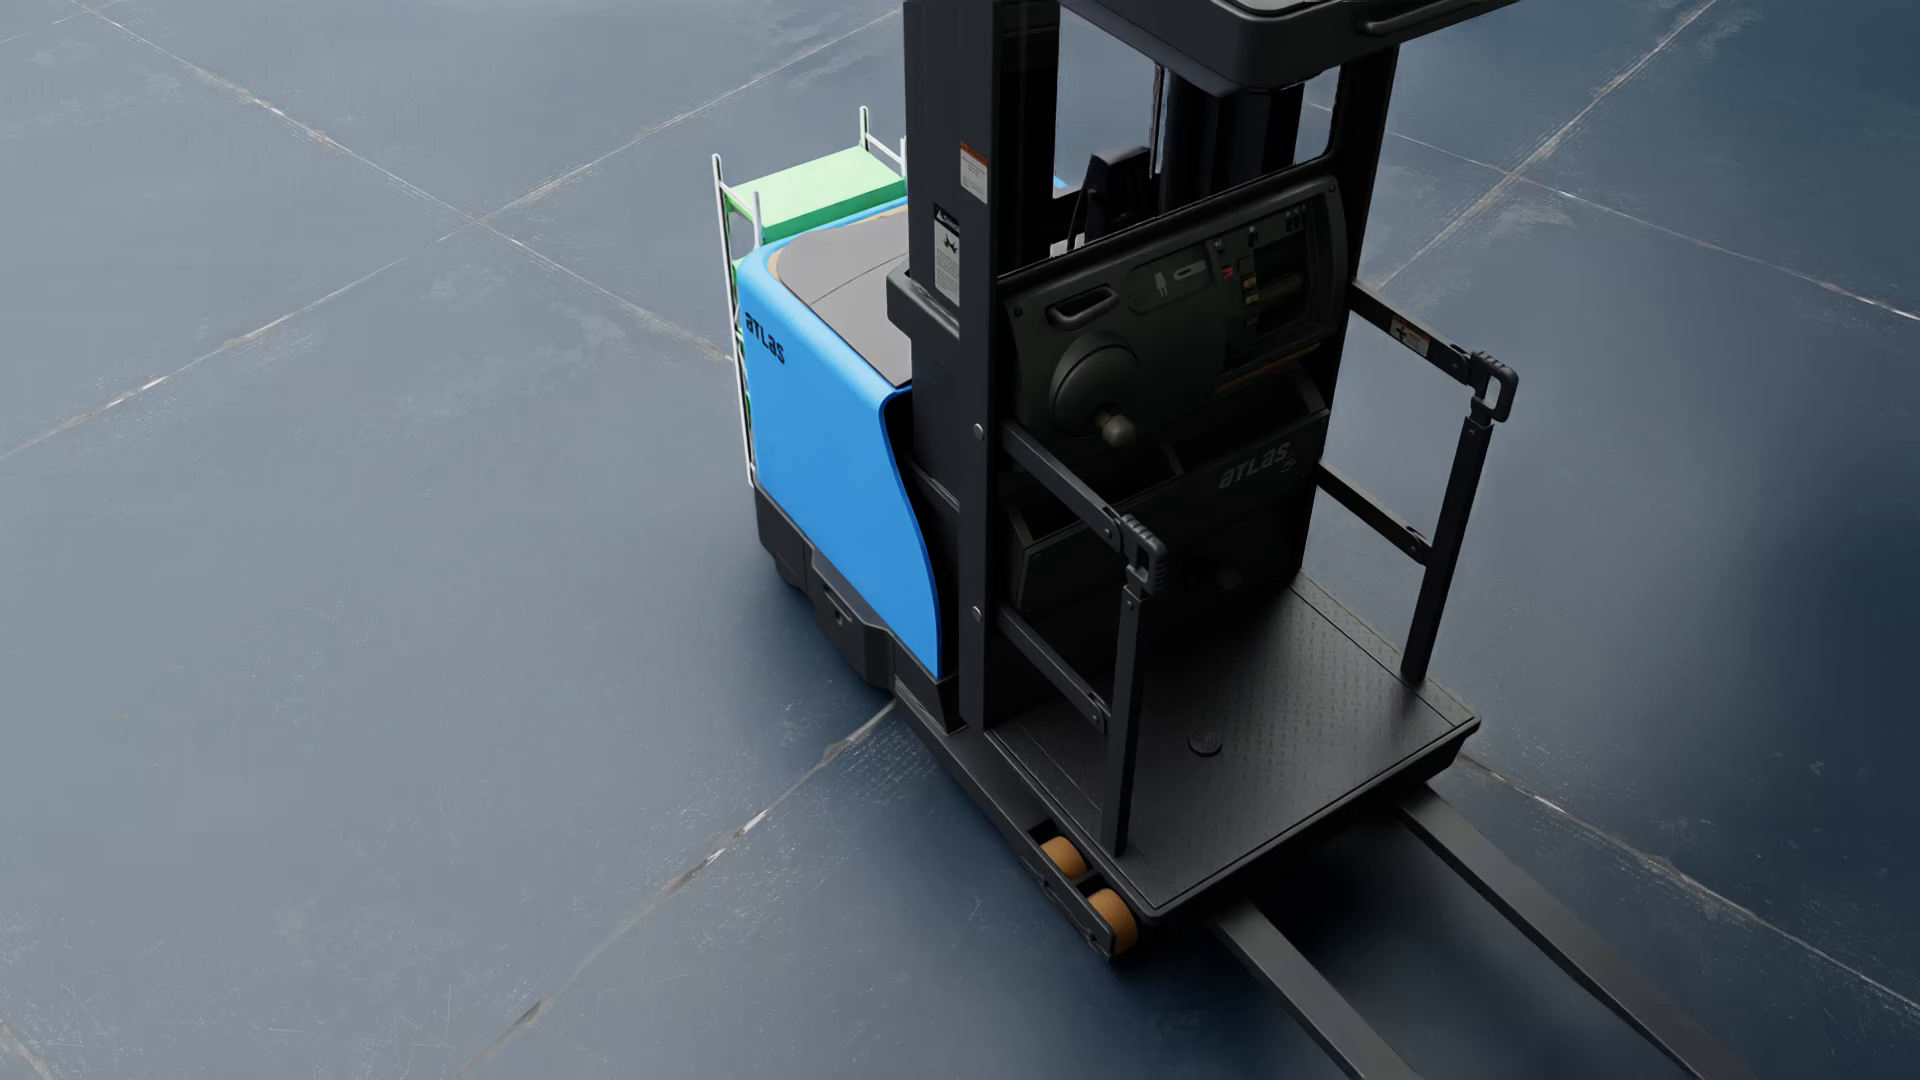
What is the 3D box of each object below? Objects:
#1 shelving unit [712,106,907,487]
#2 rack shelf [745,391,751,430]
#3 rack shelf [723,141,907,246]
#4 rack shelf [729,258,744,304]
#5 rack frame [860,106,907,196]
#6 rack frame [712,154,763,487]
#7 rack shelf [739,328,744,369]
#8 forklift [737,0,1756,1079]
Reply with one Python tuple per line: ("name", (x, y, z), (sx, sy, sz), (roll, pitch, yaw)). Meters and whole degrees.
("shelving unit", (-0.419, -0.662, 5.086), (0.503, 1.200, 0.258), (-25, 48, -25))
("rack shelf", (-0.419, -0.437, 5.291), (0.480, 0.148, 0.258), (-25, 48, -25))
("rack shelf", (-0.419, -0.970, 4.806), (0.480, 0.148, 0.258), (-25, 48, -25))
("rack shelf", (-0.419, -0.792, 4.968), (0.480, 0.148, 0.258), (-25, 48, -25))
("rack frame", (-0.218, -0.755, 5.189), (0.015, 1.200, 0.240), (-25, 48, -25))
("rack frame", (-0.620, -0.569, 4.983), (0.015, 1.200, 0.240), (-25, 48, -25))
("rack shelf", (-0.419, -0.615, 5.129), (0.480, 0.148, 0.258), (-25, 48, -25))
("forklift", (0.618, -0.428, 3.541), (1.130, 2.935, 3.031), (-25, 48, -25))
